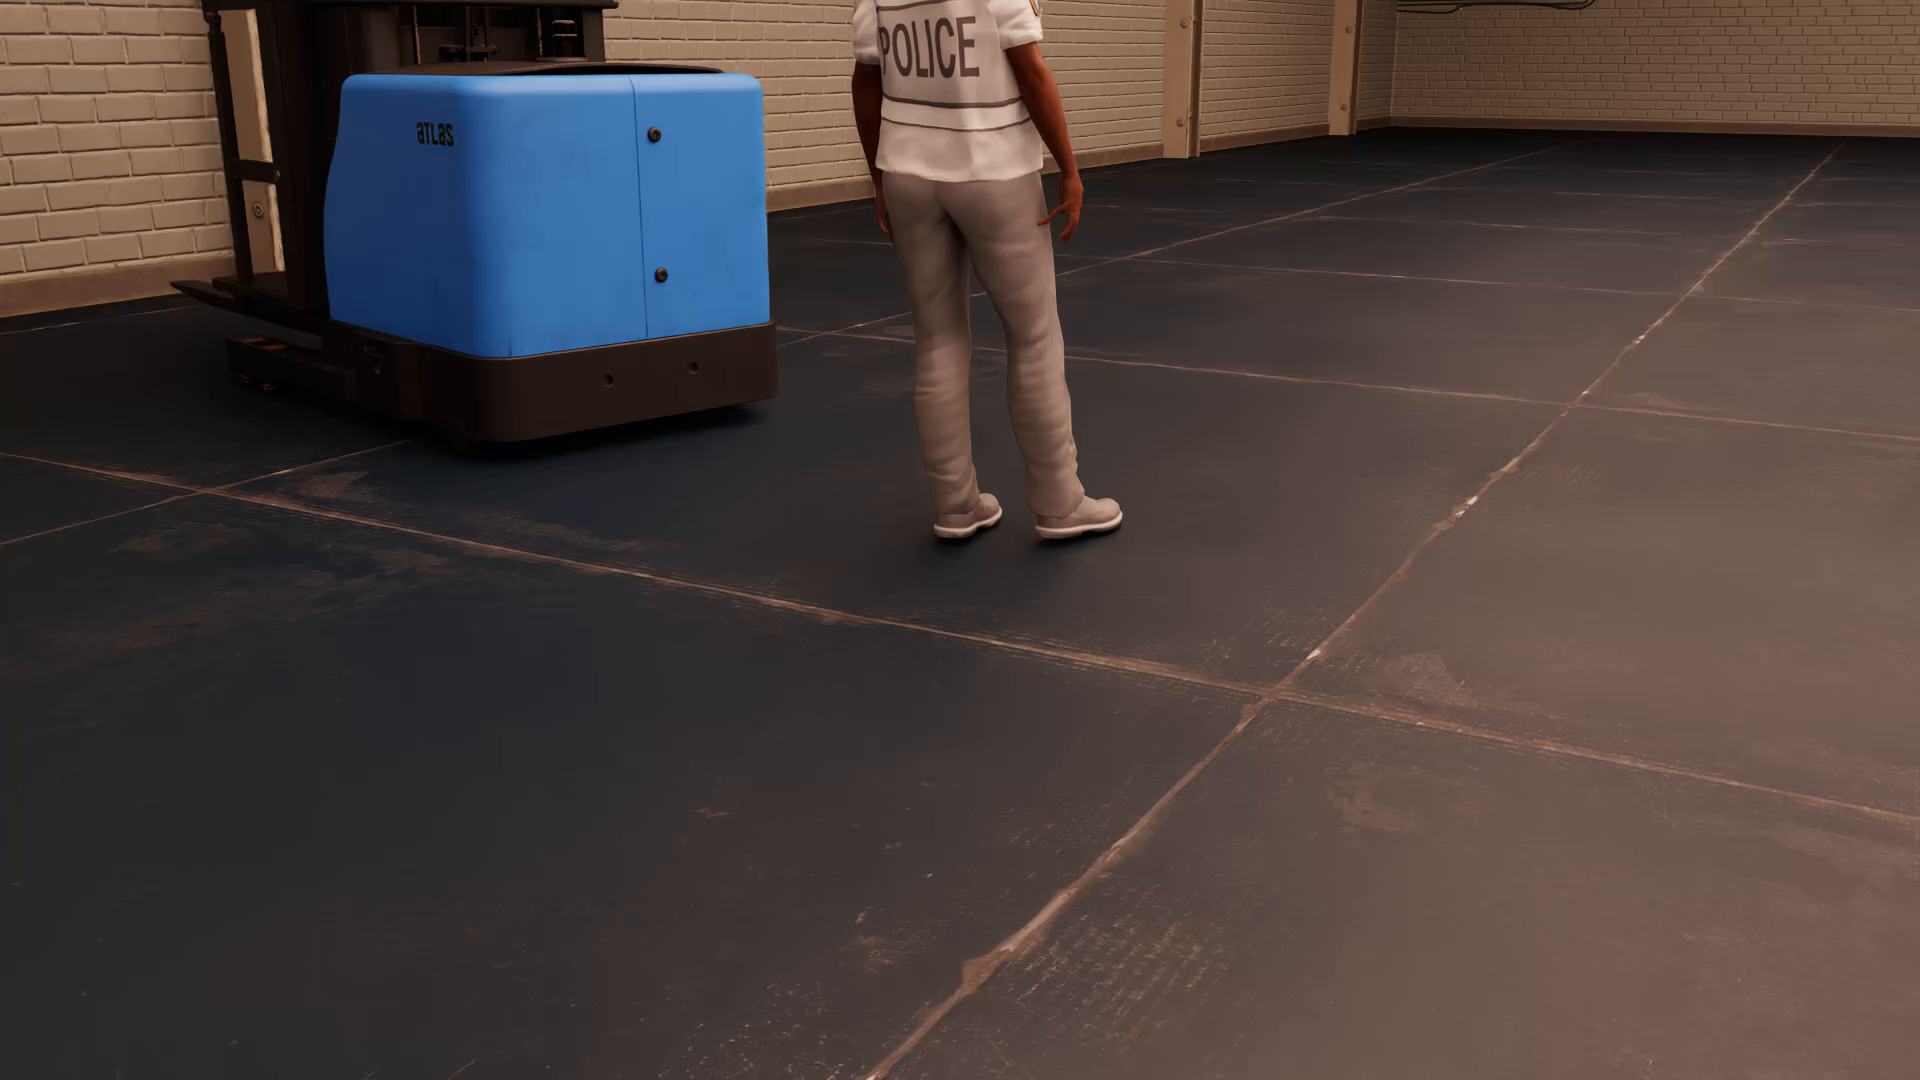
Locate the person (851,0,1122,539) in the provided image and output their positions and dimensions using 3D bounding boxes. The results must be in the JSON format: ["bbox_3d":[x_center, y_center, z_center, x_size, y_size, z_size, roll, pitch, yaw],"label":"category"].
[{"bbox_3d":[0.054,-0.836,3.852,0.570,1.695,0.530,9,19,28],"label":"person"}]

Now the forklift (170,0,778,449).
[{"bbox_3d":[-1.972,-2.012,5.685,1.130,2.935,3.031,-15,22,-41],"label":"forklift"}]
